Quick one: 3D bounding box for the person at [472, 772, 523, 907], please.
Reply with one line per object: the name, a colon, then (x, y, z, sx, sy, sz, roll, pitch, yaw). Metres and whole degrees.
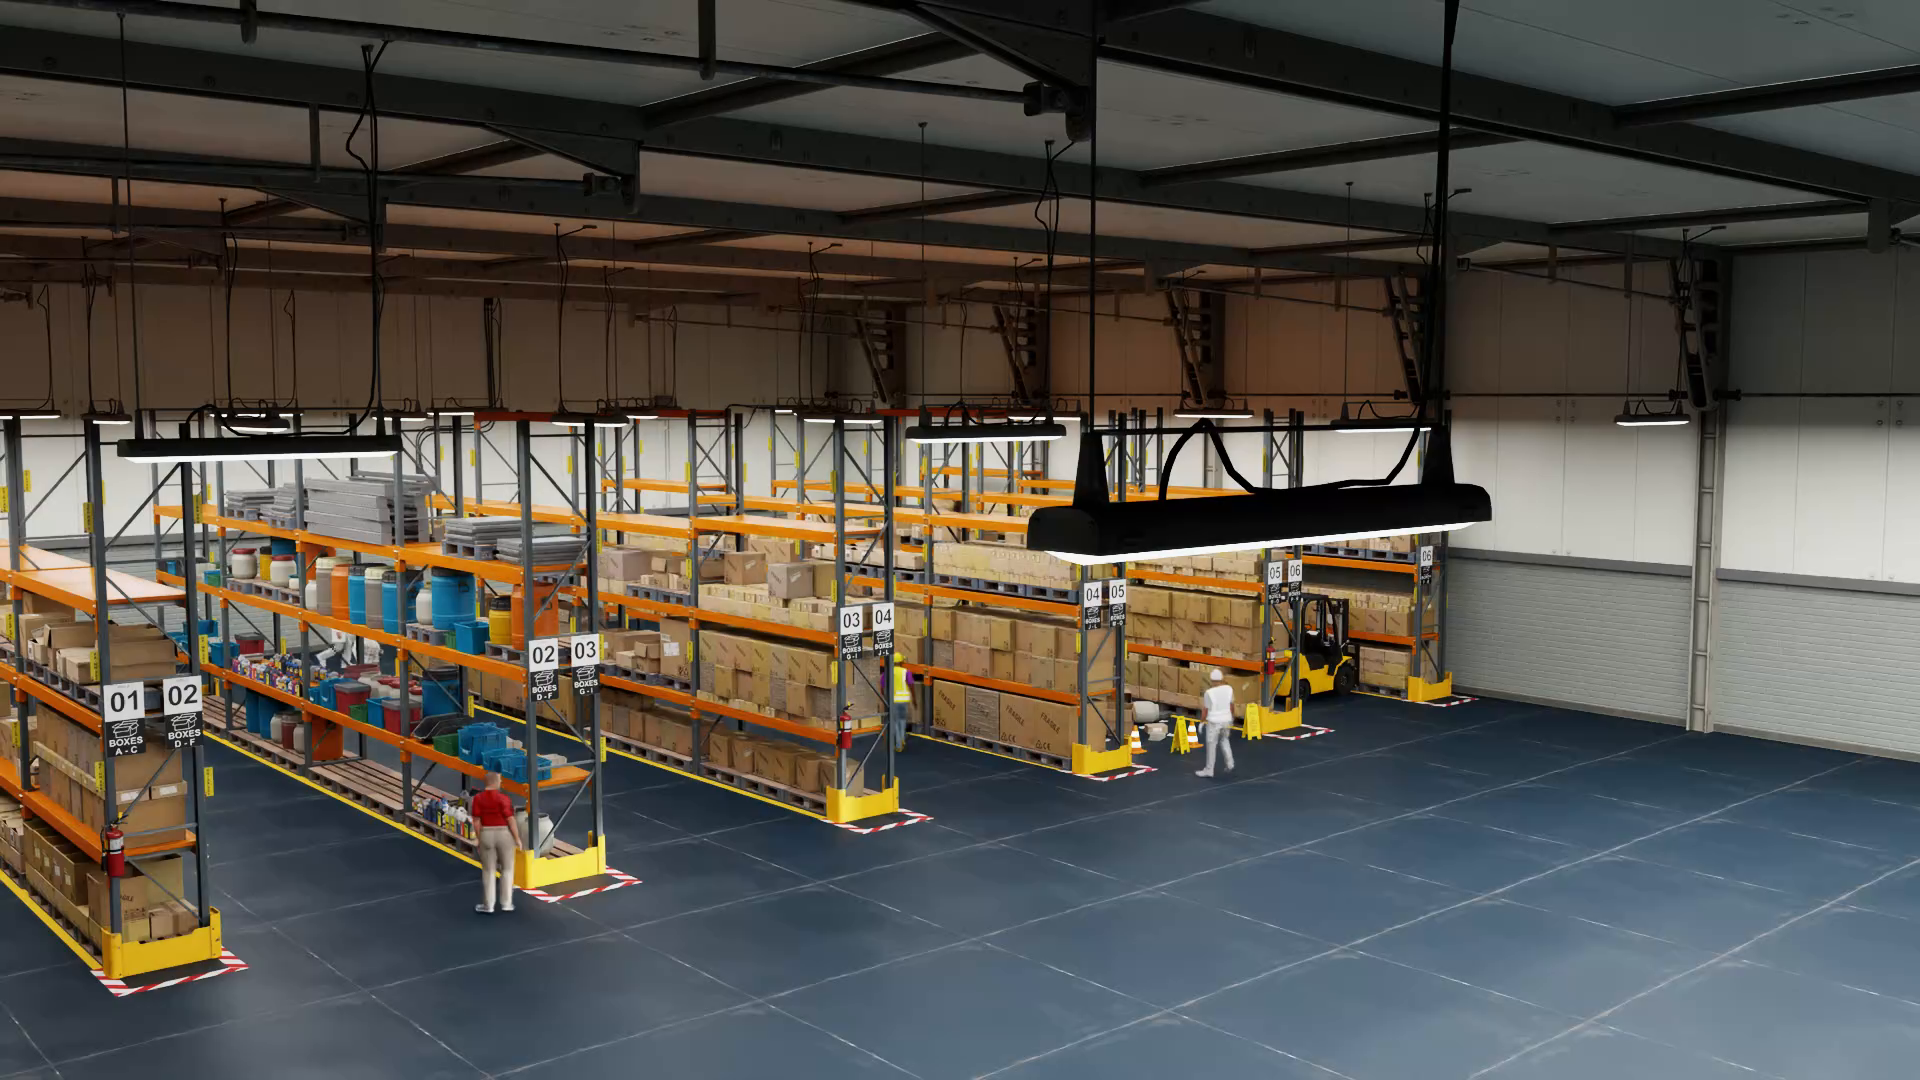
person: (-7.408, 2.926, 19.365, 4.142, 3.233, 2.173, 0, 5, -1)

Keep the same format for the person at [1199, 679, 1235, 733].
person: (4.283, 2.681, 27.523, 0.657, 1.044, 0.391, -3, 6, -30)

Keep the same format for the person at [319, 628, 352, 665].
person: (-14.348, 2.055, 38.205, 0.673, 1.669, 0.596, 0, 5, -2)

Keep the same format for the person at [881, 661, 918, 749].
person: (-1.100, 2.852, 29.608, 0.627, 1.644, 0.649, -1, 5, -10)

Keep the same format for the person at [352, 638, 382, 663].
person: (-11.969, 2.104, 33.647, 0.648, 0.781, 0.365, -4, 7, -40)
